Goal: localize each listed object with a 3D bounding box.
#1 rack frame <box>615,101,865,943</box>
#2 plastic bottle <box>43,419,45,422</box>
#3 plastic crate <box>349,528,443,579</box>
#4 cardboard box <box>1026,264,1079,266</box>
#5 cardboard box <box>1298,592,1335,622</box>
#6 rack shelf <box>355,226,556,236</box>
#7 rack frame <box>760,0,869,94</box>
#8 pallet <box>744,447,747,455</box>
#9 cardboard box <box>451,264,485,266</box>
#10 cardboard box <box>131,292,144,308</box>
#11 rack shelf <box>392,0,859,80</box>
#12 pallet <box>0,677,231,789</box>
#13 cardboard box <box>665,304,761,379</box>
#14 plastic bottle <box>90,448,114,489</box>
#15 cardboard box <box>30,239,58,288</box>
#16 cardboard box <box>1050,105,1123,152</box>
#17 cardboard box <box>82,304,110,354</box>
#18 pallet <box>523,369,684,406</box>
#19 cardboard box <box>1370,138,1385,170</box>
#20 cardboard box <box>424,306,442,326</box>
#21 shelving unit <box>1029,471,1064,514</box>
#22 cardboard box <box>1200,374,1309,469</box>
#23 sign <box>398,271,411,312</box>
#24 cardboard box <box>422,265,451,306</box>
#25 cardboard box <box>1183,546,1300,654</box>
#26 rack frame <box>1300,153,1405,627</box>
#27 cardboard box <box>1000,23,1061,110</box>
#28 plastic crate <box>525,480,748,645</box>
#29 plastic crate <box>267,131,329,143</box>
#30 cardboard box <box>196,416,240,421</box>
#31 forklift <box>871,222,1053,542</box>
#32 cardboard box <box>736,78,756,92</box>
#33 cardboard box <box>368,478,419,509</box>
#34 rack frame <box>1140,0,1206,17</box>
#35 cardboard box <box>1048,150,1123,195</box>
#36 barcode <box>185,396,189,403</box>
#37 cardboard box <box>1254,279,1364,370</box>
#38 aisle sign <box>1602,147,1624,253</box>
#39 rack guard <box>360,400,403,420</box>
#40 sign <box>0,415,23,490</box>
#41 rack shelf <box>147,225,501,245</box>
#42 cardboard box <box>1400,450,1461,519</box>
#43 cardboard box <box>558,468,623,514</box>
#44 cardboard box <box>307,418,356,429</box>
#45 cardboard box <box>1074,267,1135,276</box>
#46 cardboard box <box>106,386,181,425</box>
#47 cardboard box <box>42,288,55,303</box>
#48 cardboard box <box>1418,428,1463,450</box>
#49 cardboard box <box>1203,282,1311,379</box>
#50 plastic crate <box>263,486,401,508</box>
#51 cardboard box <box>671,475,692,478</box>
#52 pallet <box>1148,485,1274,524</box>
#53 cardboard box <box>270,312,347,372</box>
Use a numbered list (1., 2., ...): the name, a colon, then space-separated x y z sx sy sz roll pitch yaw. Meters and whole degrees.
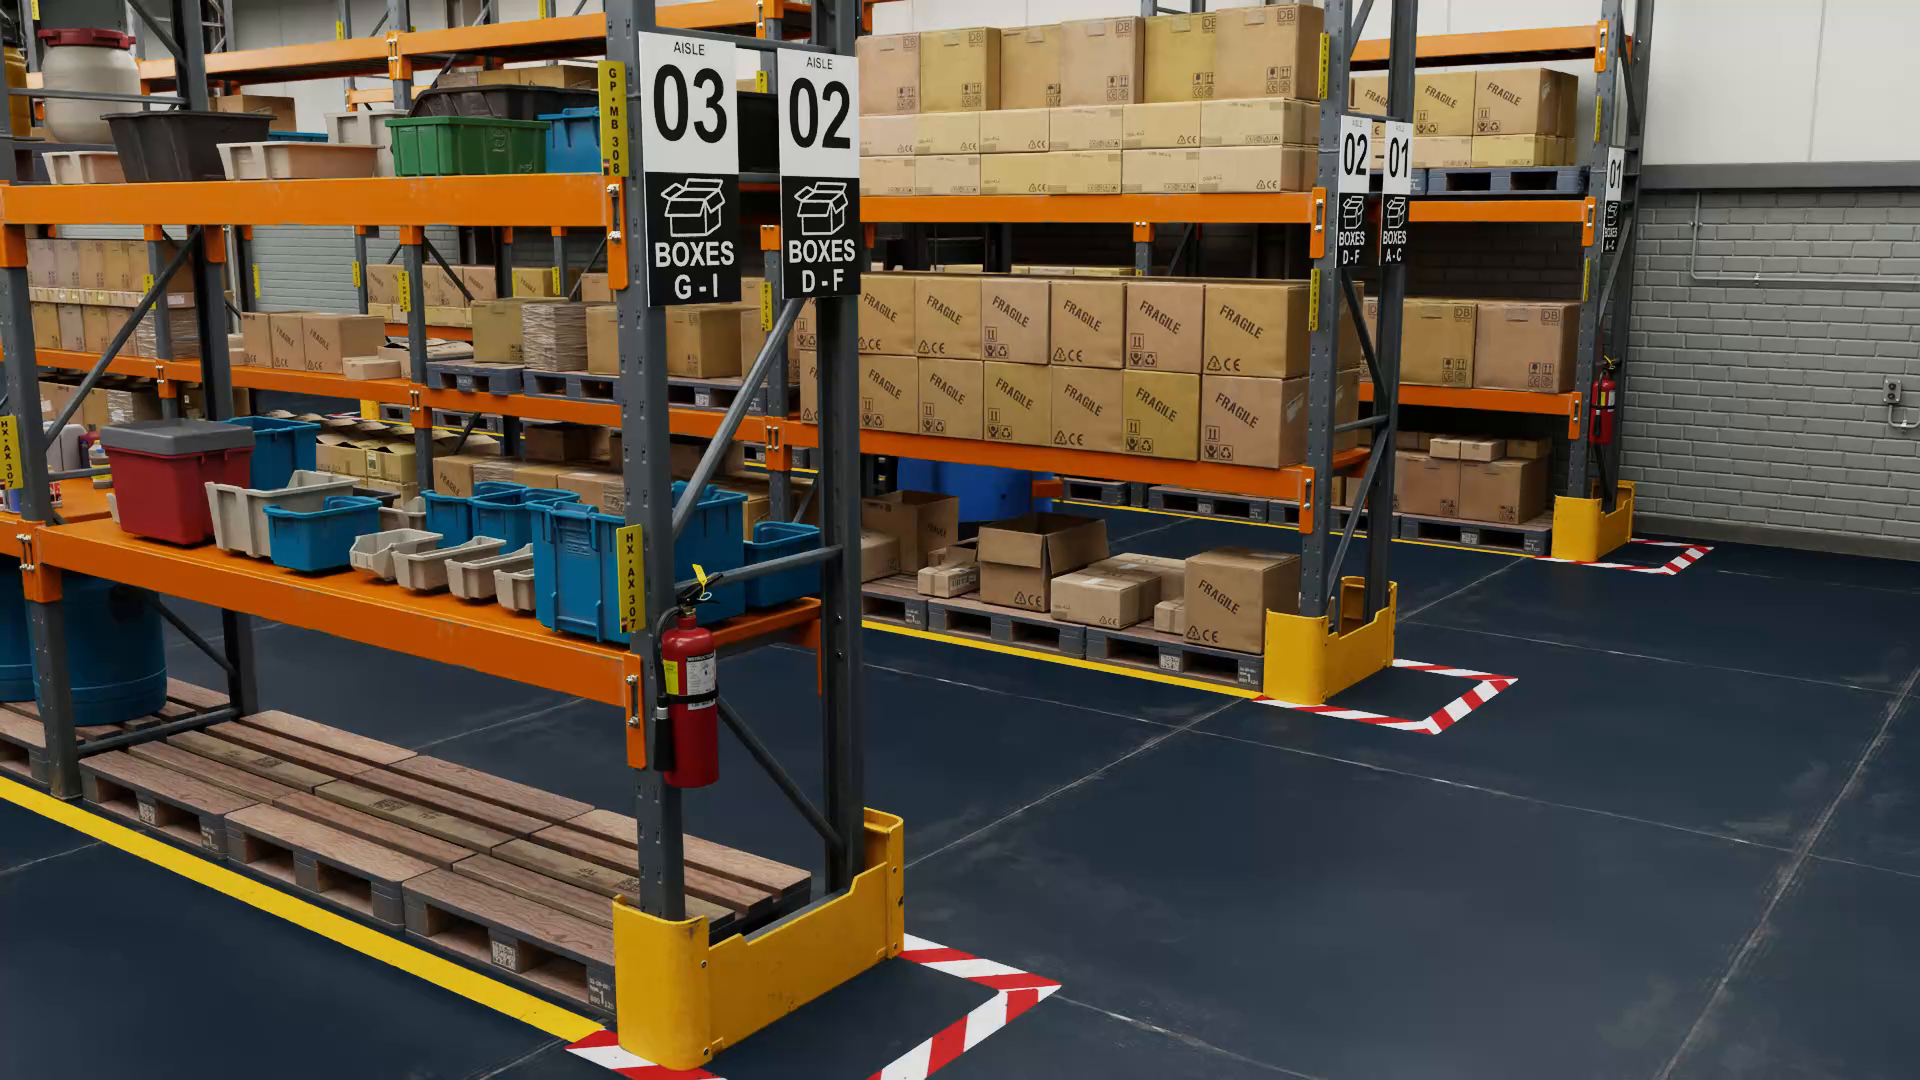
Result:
1. rack frame: -0.693 0.113 5.547 0.127 3.000 1.000 8 13 36
2. plastic bottle: -5.075 -0.531 9.216 0.097 0.271 0.097 0 11 0
3. plastic crate: -2.171 0.056 6.377 0.250 0.136 0.298 8 13 36
4. cardboard box: 0.898 -2.631 16.660 0.500 0.250 0.500 7 13 34
5. cardboard box: 2.108 0.439 10.209 0.250 0.149 0.380 8 13 36
6. rack shelf: -6.113 -4.097 21.306 4.000 0.370 1.077 8 13 36
7. rack frame: -0.982 -4.040 11.219 0.127 3.000 1.000 8 13 36
8. pallet: -2.885 -1.159 19.465 1.213 0.211 1.003 8 13 36
9. cardboard box: -6.400 -3.371 21.923 0.500 0.500 0.500 7 13 34
10. cardboard box: -7.974 -2.387 16.501 0.250 0.149 0.380 8 13 34
11. rack shelf: -2.594 -3.715 12.488 4.000 0.370 1.077 8 13 36
12. pallet: -4.514 0.939 8.618 1.213 0.211 1.003 8 13 36
13. cardboard box: -1.823 -1.505 12.541 0.700 0.500 0.500 -11 15 -44
14. plastic bottle: -4.418 -0.369 8.564 0.097 0.201 0.097 0 11 0
15. cardboard box: -9.409 -2.954 17.724 0.500 0.500 0.700 8 14 36
16. cardboard box: 0.873 -2.421 9.827 0.500 0.250 0.500 8 13 36
17. cardboard box: -8.623 -2.207 17.278 0.500 0.500 0.700 8 14 36
18. pallet: -2.636 -1.232 13.005 1.213 0.211 1.003 8 13 36
19. cardboard box: 3.581 -3.216 13.882 0.500 0.250 0.500 7 13 34
20. cardboard box: -6.686 -2.921 21.571 0.500 0.250 0.500 8 13 35
21. shelving unit: 0.682 -0.363 13.142 0.252 1.050 0.215 -1 11 -3
22. cardboard box: 1.720 -0.702 9.500 0.500 0.500 0.500 8 14 37
23. sign: -4.532 -2.027 13.563 0.005 0.325 0.100 8 13 36
24. cardboard box: -6.713 -3.291 21.510 0.500 0.500 0.500 7 13 34
25. cardboard box: 1.658 0.343 9.781 0.500 0.500 0.500 8 13 36
26. rack frame: 2.242 -0.645 9.465 0.127 3.000 1.000 8 13 36
27. cardboard box: 0.651 -2.892 10.289 0.500 0.500 0.700 8 13 36
28. plastic crate: -1.073 0.057 5.585 0.499 0.435 0.616 8 13 36
29. plastic crate: -2.994 -1.673 7.326 0.300 0.233 0.416 8 13 36
30. cardboard box: -7.244 -1.041 16.169 0.500 0.311 0.500 8 14 36
31. forklift: -0.191 -1.565 14.400 1.130 2.935 3.031 -4 12 -18
32. cardboard box: -1.344 -2.939 11.796 0.600 0.600 0.600 6 13 30
33. cardboard box: -4.775 -0.422 14.448 0.500 0.250 0.500 8 14 37
34. rack frame: 1.947 -4.799 15.141 0.127 3.000 1.000 8 13 36
35. cardboard box: 0.865 -2.173 9.863 0.500 0.250 0.500 8 13 36
36. barcode: -7.471 -1.361 16.065 0.075 0.075 0.001 8 13 36
37. cardboard box: 2.040 -1.275 9.827 0.500 0.500 0.500 8 14 37
38. aisle sign: 5.051 -2.626 12.861 0.004 0.787 0.394 8 13 36
39. rack guard: -7.664 -1.966 22.878 0.348 0.500 1.175 8 13 36
40. sign: -4.244 -0.388 7.411 0.005 0.325 0.100 8 13 36
41. rack shelf: -5.818 -2.888 15.059 4.000 0.370 1.077 8 13 36
42. cardboard box: 4.144 -0.502 14.203 0.500 0.500 0.700 8 13 35
43. cardboard box: -2.758 -0.265 12.924 0.500 0.500 0.500 7 13 34
44. cardboard box: -6.110 -1.010 16.008 0.500 0.311 0.500 8 13 35
45. cardboard box: 1.419 -2.440 15.669 0.500 0.250 0.500 8 14 37
46. cardboard box: -8.329 -1.295 16.985 0.500 0.500 0.500 8 13 36
47. cardboard box: -9.426 -2.589 17.546 0.250 0.149 0.380 8 13 35
48. cardboard box: 4.157 -0.866 14.376 0.250 0.149 0.380 8 14 36
49. cardboard box: 1.720 -1.193 9.401 0.500 0.500 0.500 8 13 35
50. plastic crate: -2.856 -0.146 7.454 0.590 0.125 0.437 8 13 36
51. cardboard box: -2.063 -0.290 13.056 0.500 0.500 0.500 8 14 36
52. pallet: 2.514 -0.387 15.472 1.213 0.211 1.003 8 13 36
53. cardboard box: -5.992 -1.838 15.372 0.500 0.500 0.500 8 14 36
